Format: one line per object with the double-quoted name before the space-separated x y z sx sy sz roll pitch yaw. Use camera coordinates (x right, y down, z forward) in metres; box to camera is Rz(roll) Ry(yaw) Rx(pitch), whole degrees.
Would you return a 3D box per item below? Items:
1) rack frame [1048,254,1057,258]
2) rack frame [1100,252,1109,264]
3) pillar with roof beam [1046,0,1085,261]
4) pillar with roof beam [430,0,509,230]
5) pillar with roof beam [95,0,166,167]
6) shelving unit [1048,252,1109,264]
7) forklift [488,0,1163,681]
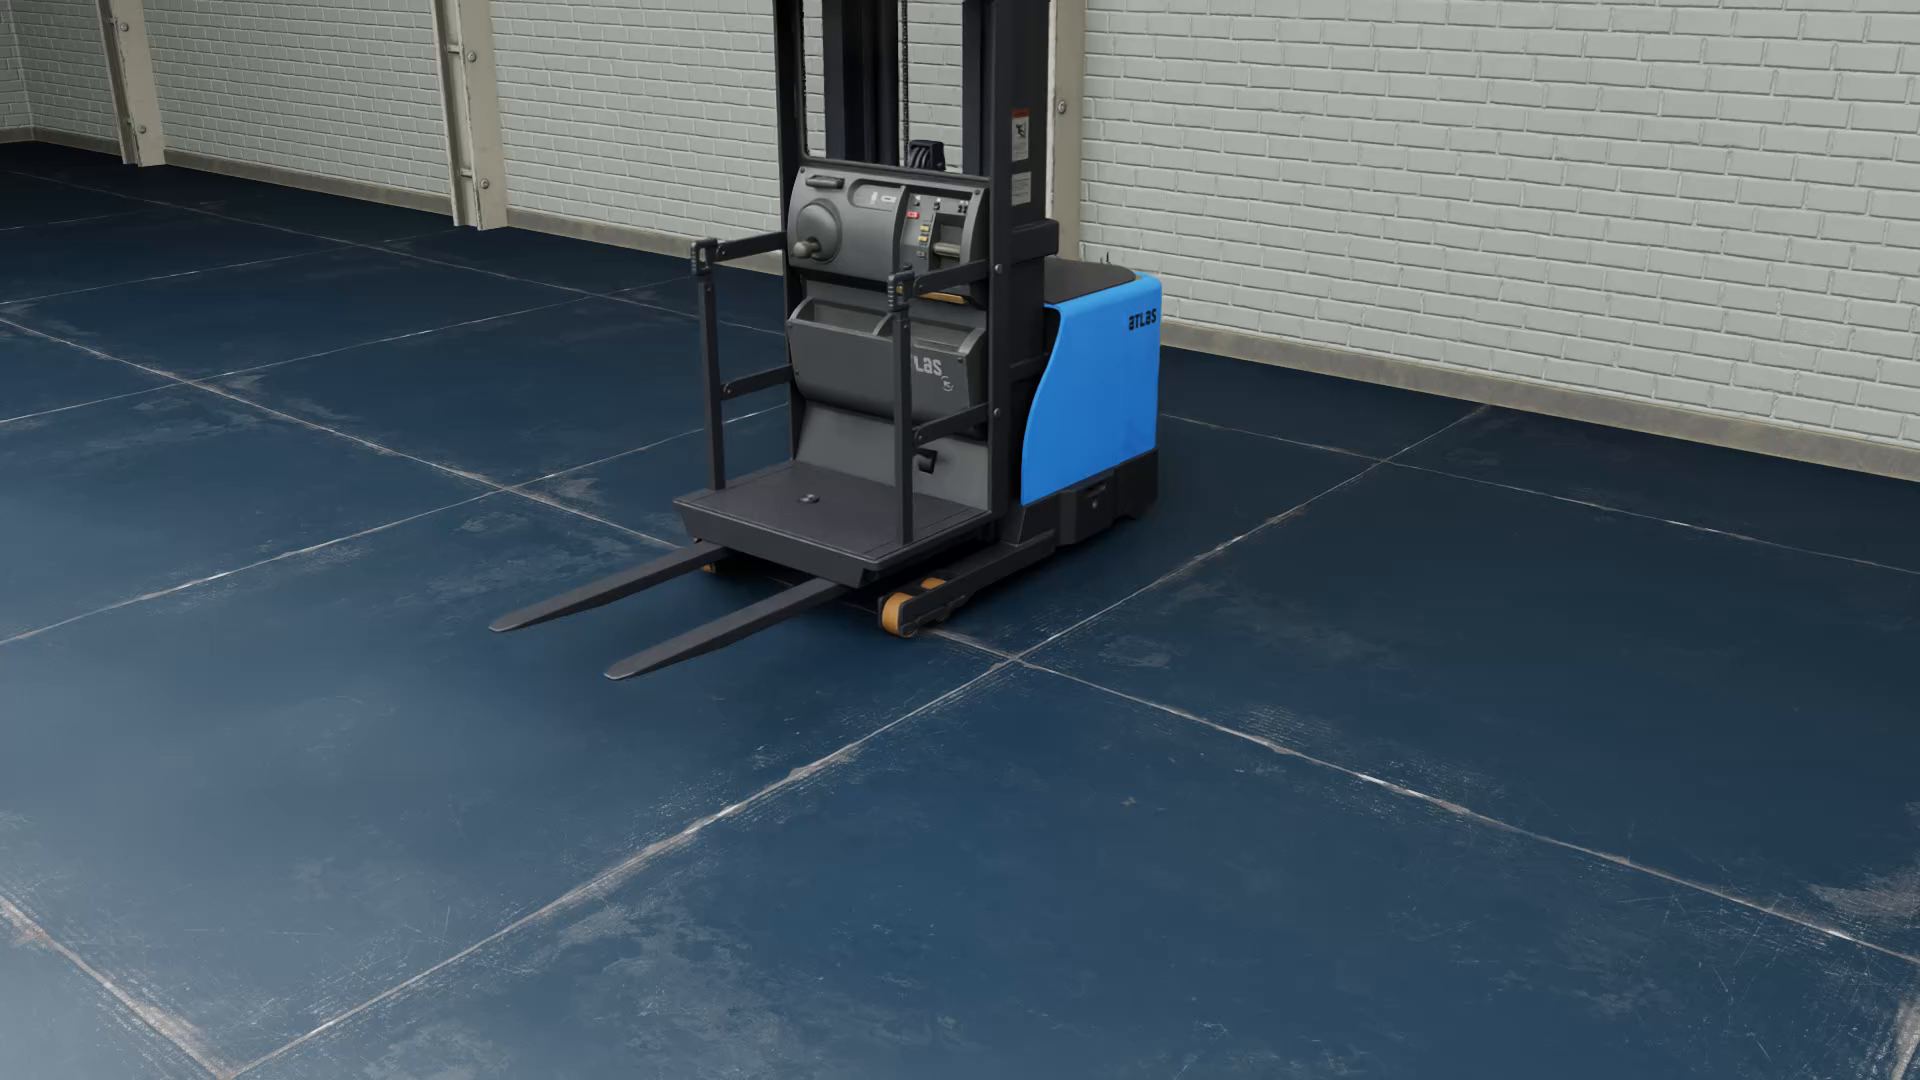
"rack frame" 0.423 -0.836 7.880 0.008 1.050 0.200 5 18 13
"rack frame" 0.660 -0.815 7.826 0.008 1.050 0.200 5 18 13
"pillar with roof beam" -2.206 -4.416 6.126 0.400 9.000 9.100 16 26 36
"pillar with roof beam" -6.854 -5.755 9.675 0.400 9.000 9.100 16 26 36
"pillar with roof beam" -11.503 -7.093 13.225 0.400 9.000 9.100 16 26 36
"shelving unit" 0.541 -0.826 7.853 0.252 1.050 0.215 5 18 13
"forklift" -0.426 -1.205 6.210 1.130 2.935 3.031 16 26 36
